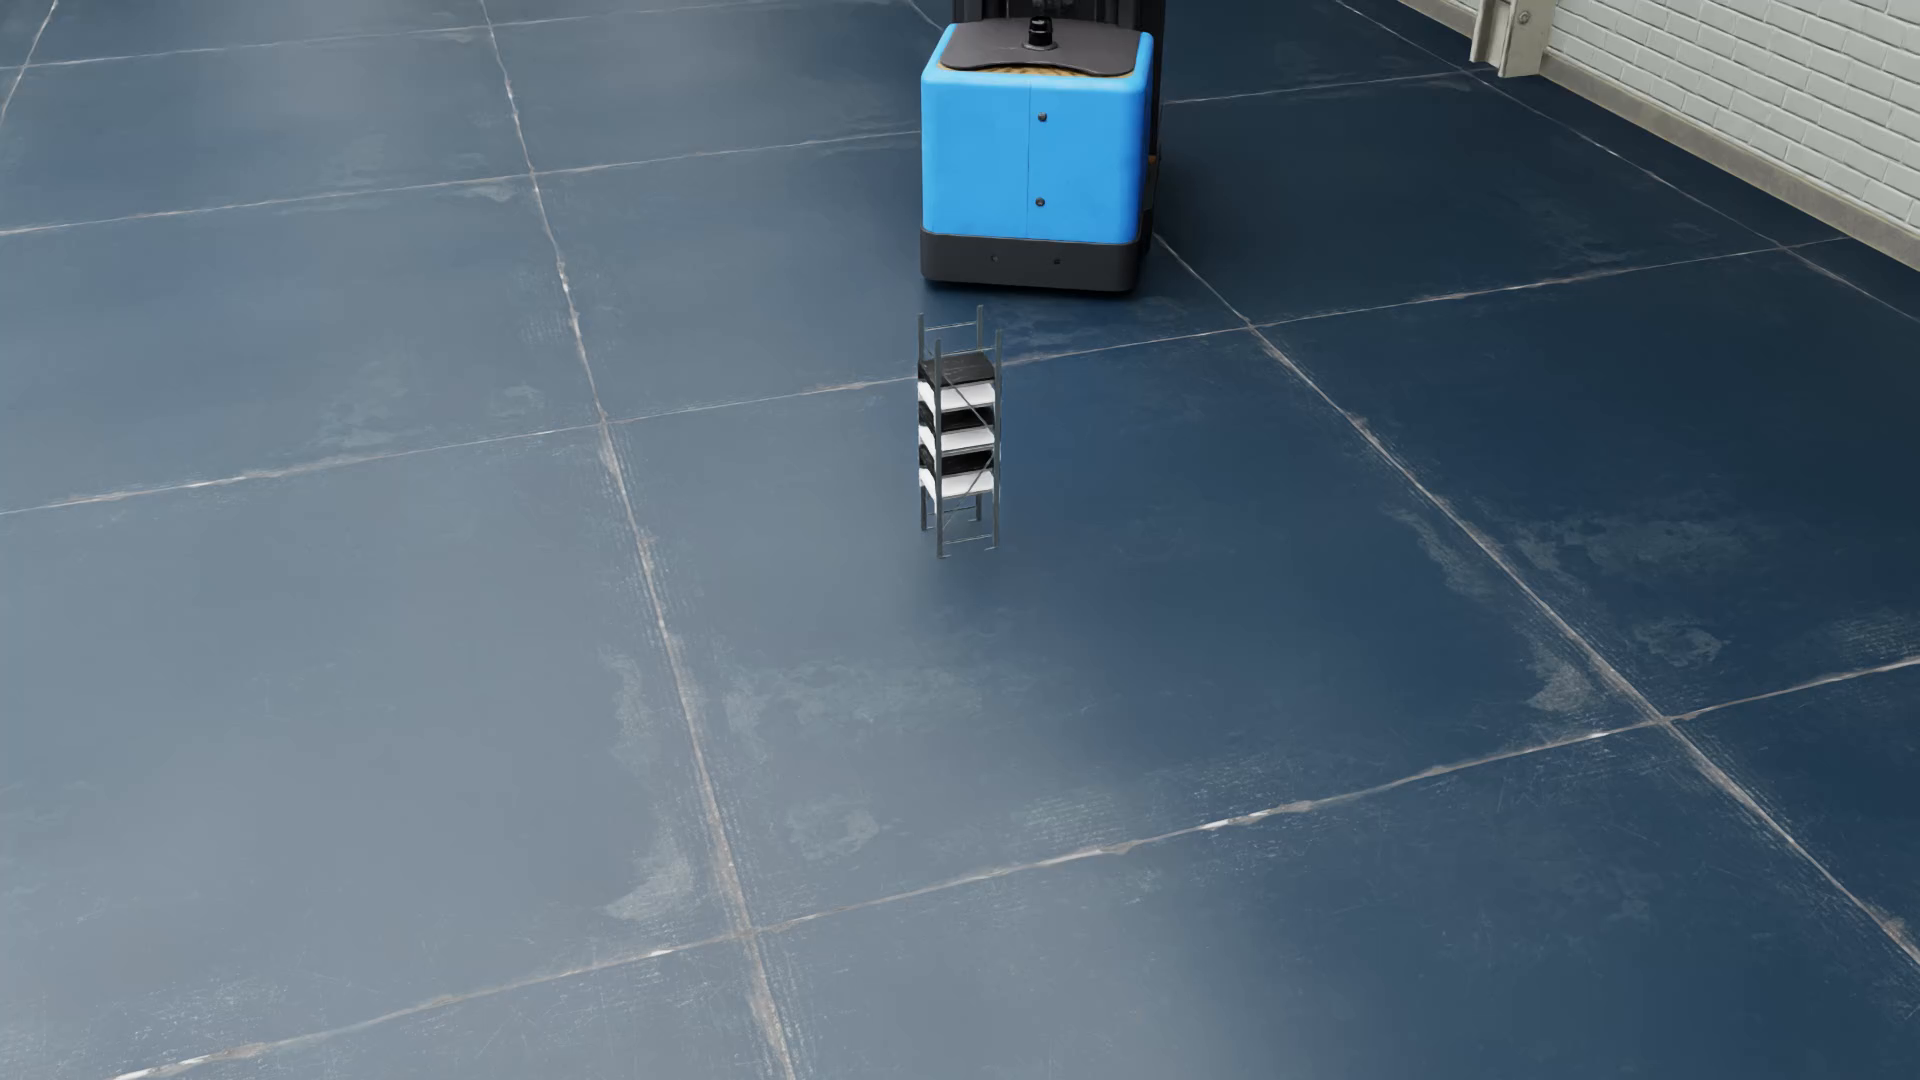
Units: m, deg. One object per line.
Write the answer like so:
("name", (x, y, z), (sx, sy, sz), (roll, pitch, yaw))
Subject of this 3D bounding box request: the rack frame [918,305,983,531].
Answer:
("rack frame", (-0.033, -0.433, 6.089), (0.240, 0.900, 0.006), (-10, 35, -15))

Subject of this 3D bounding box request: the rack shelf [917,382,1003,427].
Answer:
("rack shelf", (-0.002, -0.502, 5.928), (0.258, 0.077, 0.200), (-10, 35, -15))

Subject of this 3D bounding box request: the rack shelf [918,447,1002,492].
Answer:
("rack shelf", (-0.002, -0.277, 6.076), (0.258, 0.077, 0.200), (-10, 35, -15))

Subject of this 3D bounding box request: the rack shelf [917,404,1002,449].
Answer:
("rack shelf", (-0.002, -0.427, 5.977), (0.258, 0.077, 0.200), (-10, 35, -15))

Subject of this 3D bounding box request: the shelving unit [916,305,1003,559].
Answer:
("shelving unit", (-0.002, -0.380, 6.008), (0.258, 0.900, 0.210), (-10, 35, -15))

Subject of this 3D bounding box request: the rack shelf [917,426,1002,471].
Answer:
("rack shelf", (-0.002, -0.352, 6.027), (0.258, 0.077, 0.200), (-10, 35, -15))

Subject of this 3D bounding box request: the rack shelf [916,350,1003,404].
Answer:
("rack shelf", (-0.002, -0.577, 5.878), (0.258, 0.077, 0.200), (-10, 35, -15))

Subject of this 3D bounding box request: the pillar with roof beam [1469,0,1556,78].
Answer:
("pillar with roof beam", (-0.497, -6.157, 7.406), (9.100, 9.000, 0.400), (-10, 35, -15))

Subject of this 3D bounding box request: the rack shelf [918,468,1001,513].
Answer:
("rack shelf", (-0.002, -0.202, 6.126), (0.258, 0.077, 0.200), (-10, 35, -15))

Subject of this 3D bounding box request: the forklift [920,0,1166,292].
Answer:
("forklift", (0.537, -3.202, 8.438), (1.130, 2.935, 3.031), (5, 34, 7))

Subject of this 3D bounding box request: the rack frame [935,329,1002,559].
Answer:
("rack frame", (0.029, -0.326, 5.928), (0.240, 0.900, 0.006), (-10, 35, -15))
